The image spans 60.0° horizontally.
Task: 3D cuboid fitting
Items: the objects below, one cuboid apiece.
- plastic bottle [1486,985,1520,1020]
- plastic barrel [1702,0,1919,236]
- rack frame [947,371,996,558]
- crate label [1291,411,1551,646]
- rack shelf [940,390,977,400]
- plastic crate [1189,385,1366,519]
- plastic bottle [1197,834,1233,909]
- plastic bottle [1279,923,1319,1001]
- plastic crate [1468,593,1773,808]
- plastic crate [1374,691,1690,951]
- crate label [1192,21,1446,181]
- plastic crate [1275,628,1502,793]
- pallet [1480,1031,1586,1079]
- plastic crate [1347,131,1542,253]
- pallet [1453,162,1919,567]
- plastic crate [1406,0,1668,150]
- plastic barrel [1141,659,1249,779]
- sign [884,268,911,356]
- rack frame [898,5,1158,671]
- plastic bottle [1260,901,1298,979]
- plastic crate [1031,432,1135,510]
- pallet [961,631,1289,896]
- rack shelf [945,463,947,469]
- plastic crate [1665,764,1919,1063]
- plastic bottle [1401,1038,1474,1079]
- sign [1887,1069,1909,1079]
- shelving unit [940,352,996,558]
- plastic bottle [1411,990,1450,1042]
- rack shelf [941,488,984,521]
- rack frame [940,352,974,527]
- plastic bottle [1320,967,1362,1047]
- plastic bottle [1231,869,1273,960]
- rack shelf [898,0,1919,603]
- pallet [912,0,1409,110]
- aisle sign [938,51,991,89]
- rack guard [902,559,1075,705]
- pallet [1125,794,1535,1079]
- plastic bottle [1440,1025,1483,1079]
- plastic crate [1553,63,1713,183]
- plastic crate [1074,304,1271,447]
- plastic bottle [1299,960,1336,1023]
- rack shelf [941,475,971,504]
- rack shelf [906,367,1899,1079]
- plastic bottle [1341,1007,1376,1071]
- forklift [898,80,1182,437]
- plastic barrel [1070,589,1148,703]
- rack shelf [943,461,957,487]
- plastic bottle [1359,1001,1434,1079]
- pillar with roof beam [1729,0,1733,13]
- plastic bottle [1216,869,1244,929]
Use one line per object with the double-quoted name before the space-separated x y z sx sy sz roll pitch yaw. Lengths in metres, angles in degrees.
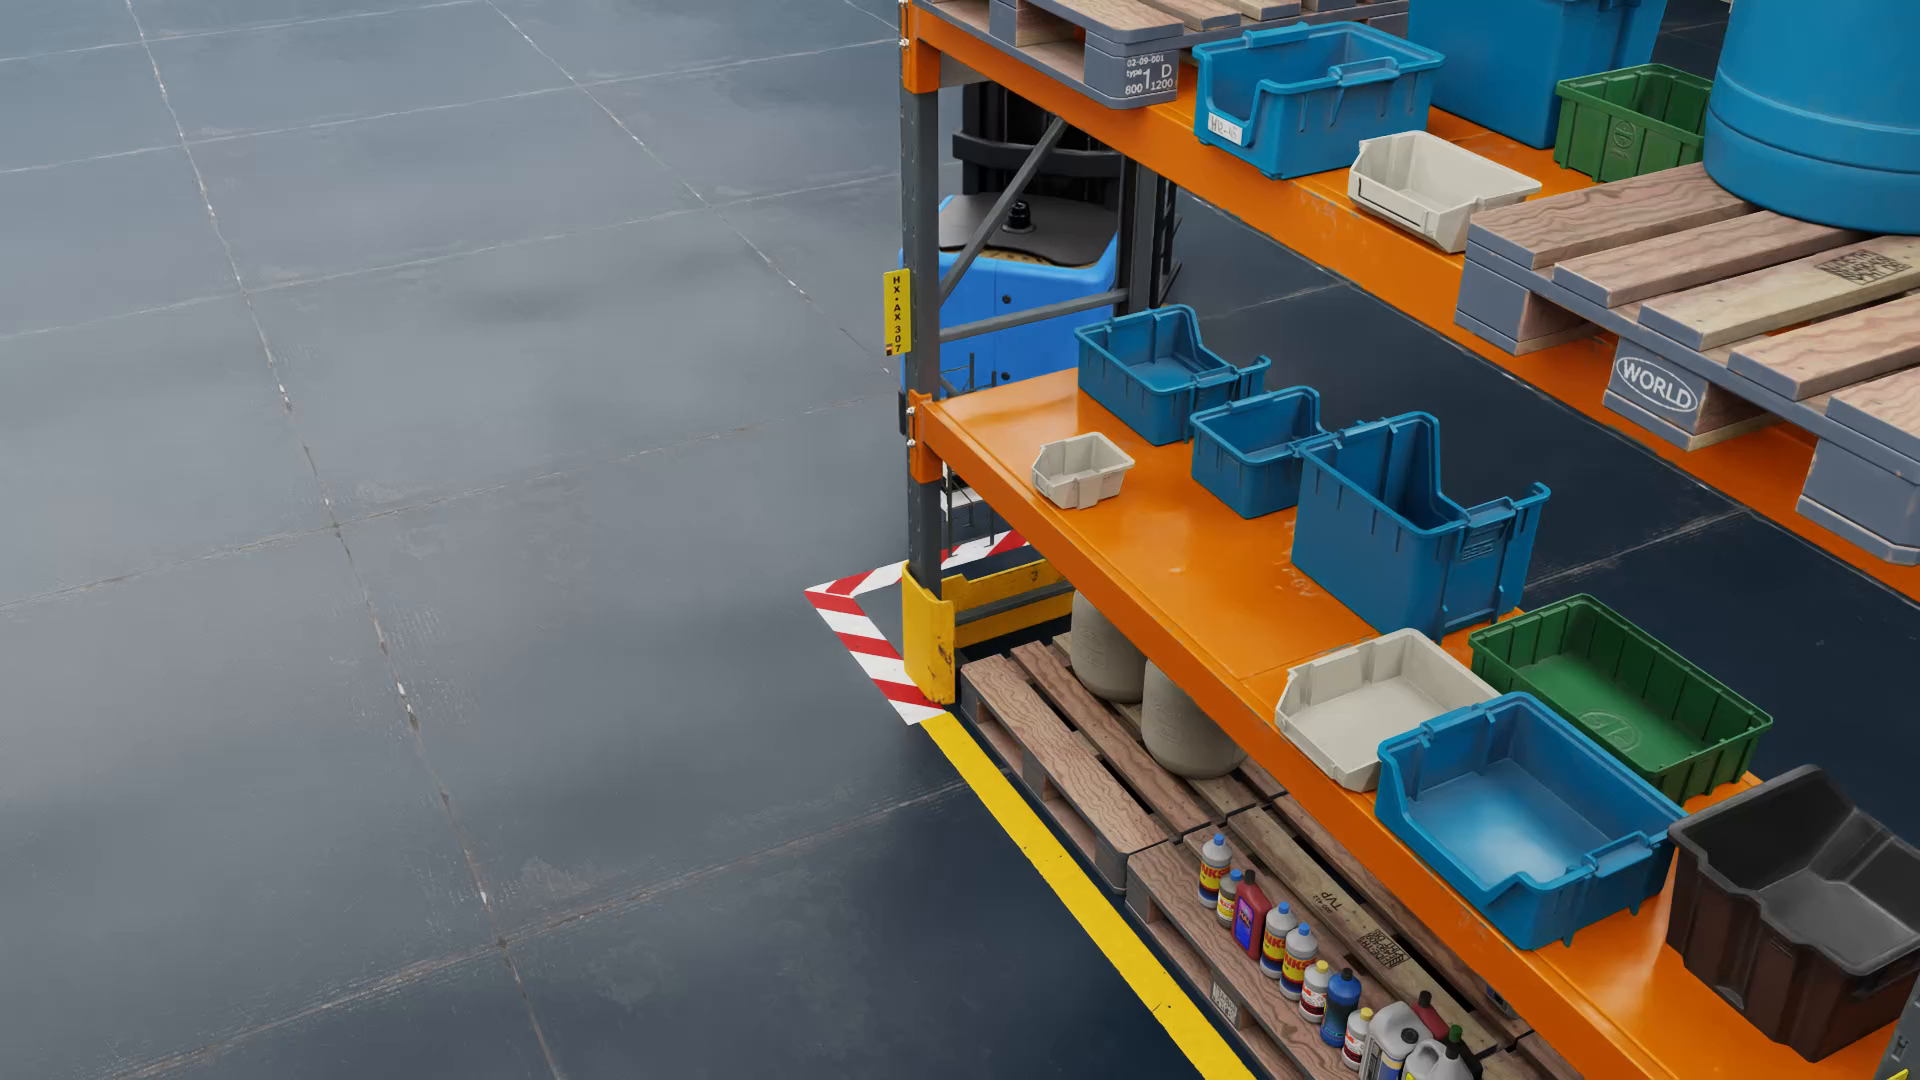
"plastic bottle" 1.714 1.299 5.059 0.152 0.276 0.135 -16 36 -23
"plastic barrel" 1.760 -1.082 3.024 0.600 0.901 0.708 -16 36 -23
"rack frame" 0.051 -0.327 7.426 0.240 0.900 0.006 -16 36 -23
"crate label" 1.361 -0.043 5.003 0.502 0.435 0.616 -16 36 -23
"rack shelf" 0.004 -0.574 7.374 0.258 0.077 0.200 -16 36 -23
"plastic crate" 1.060 -0.300 5.576 0.499 0.251 0.408 -16 36 -23
"plastic bottle" 0.834 1.069 5.422 0.097 0.271 0.097 0 33 0
"plastic bottle" 1.040 1.280 5.092 0.097 0.271 0.097 0 33 0
"plastic crate" 1.746 0.441 4.477 0.450 0.188 0.662 -16 36 -23
"plastic crate" 1.373 0.674 4.056 0.499 0.251 0.616 -16 36 -23
"crate label" 0.844 -1.062 3.984 0.502 0.251 0.408 -16 36 -23
"plastic crate" 1.148 0.471 4.479 0.530 0.136 0.437 -16 36 -23
"pallet" 1.853 1.914 4.567 1.003 0.211 1.213 -16 36 -23
"plastic crate" 1.023 -0.745 3.597 0.243 0.136 0.396 -16 36 -23
"pallet" 1.706 -0.432 3.039 1.213 0.211 1.003 -16 36 -23
"plastic crate" 1.419 -1.260 4.170 0.392 0.384 0.575 -16 36 -23
"plastic barrel" 0.872 0.567 6.002 0.421 0.512 0.421 0 33 0
"sign" -0.225 -0.818 5.990 0.100 0.325 0.005 -16 36 -23
"rack frame" 0.264 -0.838 6.277 1.000 3.000 0.127 -16 36 -23
"plastic bottle" 0.993 1.233 5.167 0.097 0.271 0.097 0 33 0
"plastic crate" 0.396 -0.219 5.556 0.298 0.136 0.250 -16 36 -23
"pallet" 0.715 0.750 6.384 1.003 0.211 1.213 -16 36 -23
"rack shelf" 0.004 -0.423 7.471 0.258 0.077 0.200 -16 36 -23
"plastic crate" 1.997 0.815 3.755 0.767 0.338 0.504 -16 36 -23
"plastic bottle" 1.334 1.520 4.644 0.144 0.351 0.185 -16 36 -23
"sign" 1.637 1.087 3.015 0.100 0.325 0.005 -16 36 -23
"shelving unit" 0.004 -0.375 7.501 0.258 0.900 0.210 -16 36 -23
"plastic bottle" 1.355 1.443 4.827 0.061 0.283 0.133 -16 36 -23
"rack shelf" 0.004 -0.195 7.616 0.258 0.077 0.200 -16 36 -23
"rack frame" -0.044 -0.424 7.577 0.240 0.900 0.006 -16 36 -23
"plastic bottle" 1.134 1.377 4.941 0.097 0.271 0.097 0 33 0
"plastic bottle" 0.923 1.177 5.243 0.061 0.283 0.133 -15 36 -22
"rack shelf" 1.196 -0.844 4.173 1.077 0.370 4.000 -16 36 -23
"pallet" 0.563 -1.602 4.865 1.003 0.211 1.213 -16 36 -23
"aisle sign" -0.029 -1.893 5.515 0.394 0.787 0.004 -16 36 -23
"rack guard" 0.341 0.239 6.914 1.175 0.500 0.348 -16 36 -23
"pallet" 1.280 1.331 5.477 1.003 0.211 1.213 -16 36 -23
"plastic bottle" 1.412 1.511 4.721 0.061 0.283 0.133 -16 36 -23
"plastic crate" 1.634 -0.924 3.828 0.336 0.188 0.450 -16 36 -23
"plastic crate" 0.762 -0.612 6.062 0.499 0.251 0.616 -16 36 -23
"plastic bottle" 1.086 1.357 5.037 0.097 0.201 0.097 0 33 0
"rack shelf" 0.004 -0.271 7.568 0.258 0.077 0.200 -16 36 -23
"rack shelf" 1.196 0.419 4.982 1.077 0.370 4.000 -16 36 -23
"plastic bottle" 1.182 1.455 4.884 0.097 0.201 0.097 0 33 0
"forklift" 0.622 -2.392 8.767 1.130 2.935 3.031 10 34 15
"plastic barrel" 0.638 0.328 6.375 0.421 0.512 0.421 0 33 0
"rack shelf" 0.004 -0.347 7.519 0.258 0.077 0.200 -16 36 -23
"plastic bottle" 1.261 1.473 4.787 0.152 0.276 0.135 -15 36 -22
"pillar with roof beam" 3.514 -7.520 11.146 9.100 9.000 0.400 -16 36 -23
"plastic bottle" 0.882 1.148 5.364 0.097 0.201 0.097 0 33 0
